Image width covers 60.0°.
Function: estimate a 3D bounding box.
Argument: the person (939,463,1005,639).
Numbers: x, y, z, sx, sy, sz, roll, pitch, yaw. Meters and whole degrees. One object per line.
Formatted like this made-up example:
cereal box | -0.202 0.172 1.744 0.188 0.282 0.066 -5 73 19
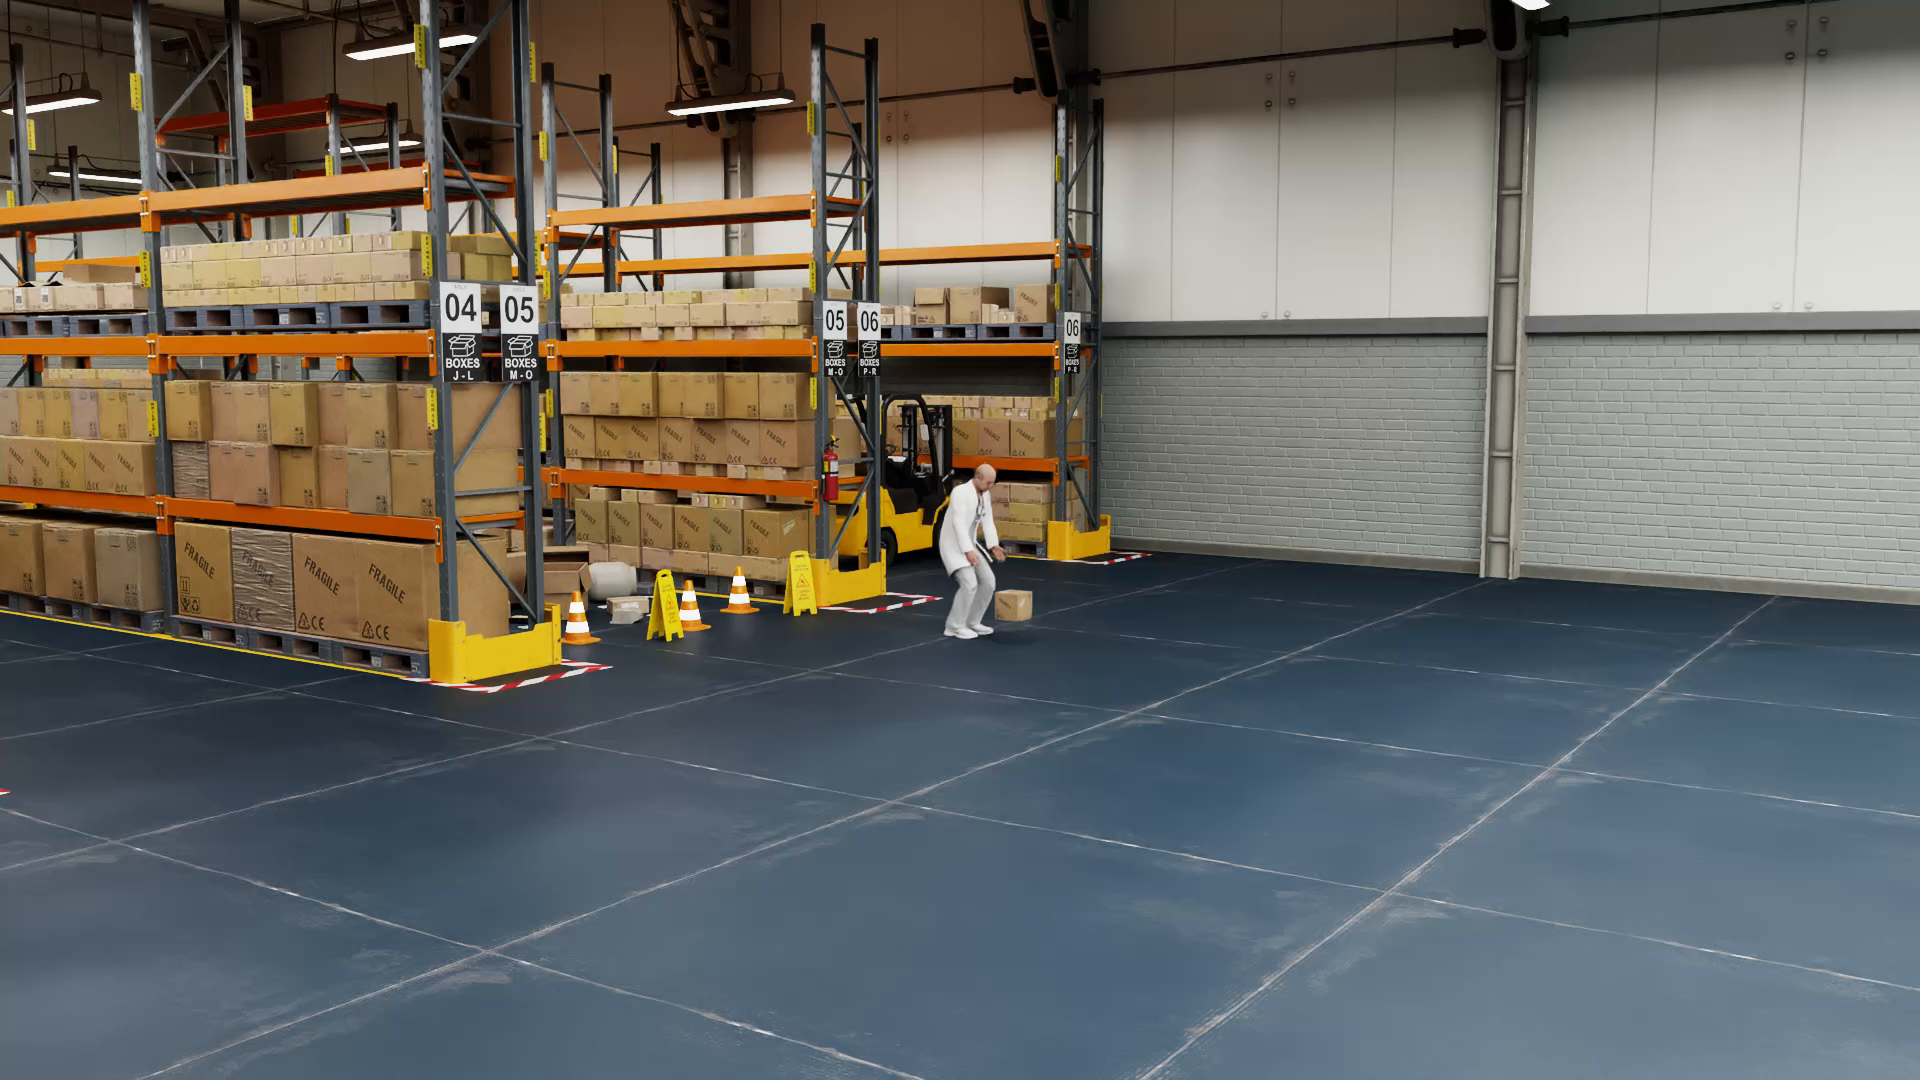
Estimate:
person | 0.095 0.095 15.643 0.539 1.623 0.615 4 7 34
